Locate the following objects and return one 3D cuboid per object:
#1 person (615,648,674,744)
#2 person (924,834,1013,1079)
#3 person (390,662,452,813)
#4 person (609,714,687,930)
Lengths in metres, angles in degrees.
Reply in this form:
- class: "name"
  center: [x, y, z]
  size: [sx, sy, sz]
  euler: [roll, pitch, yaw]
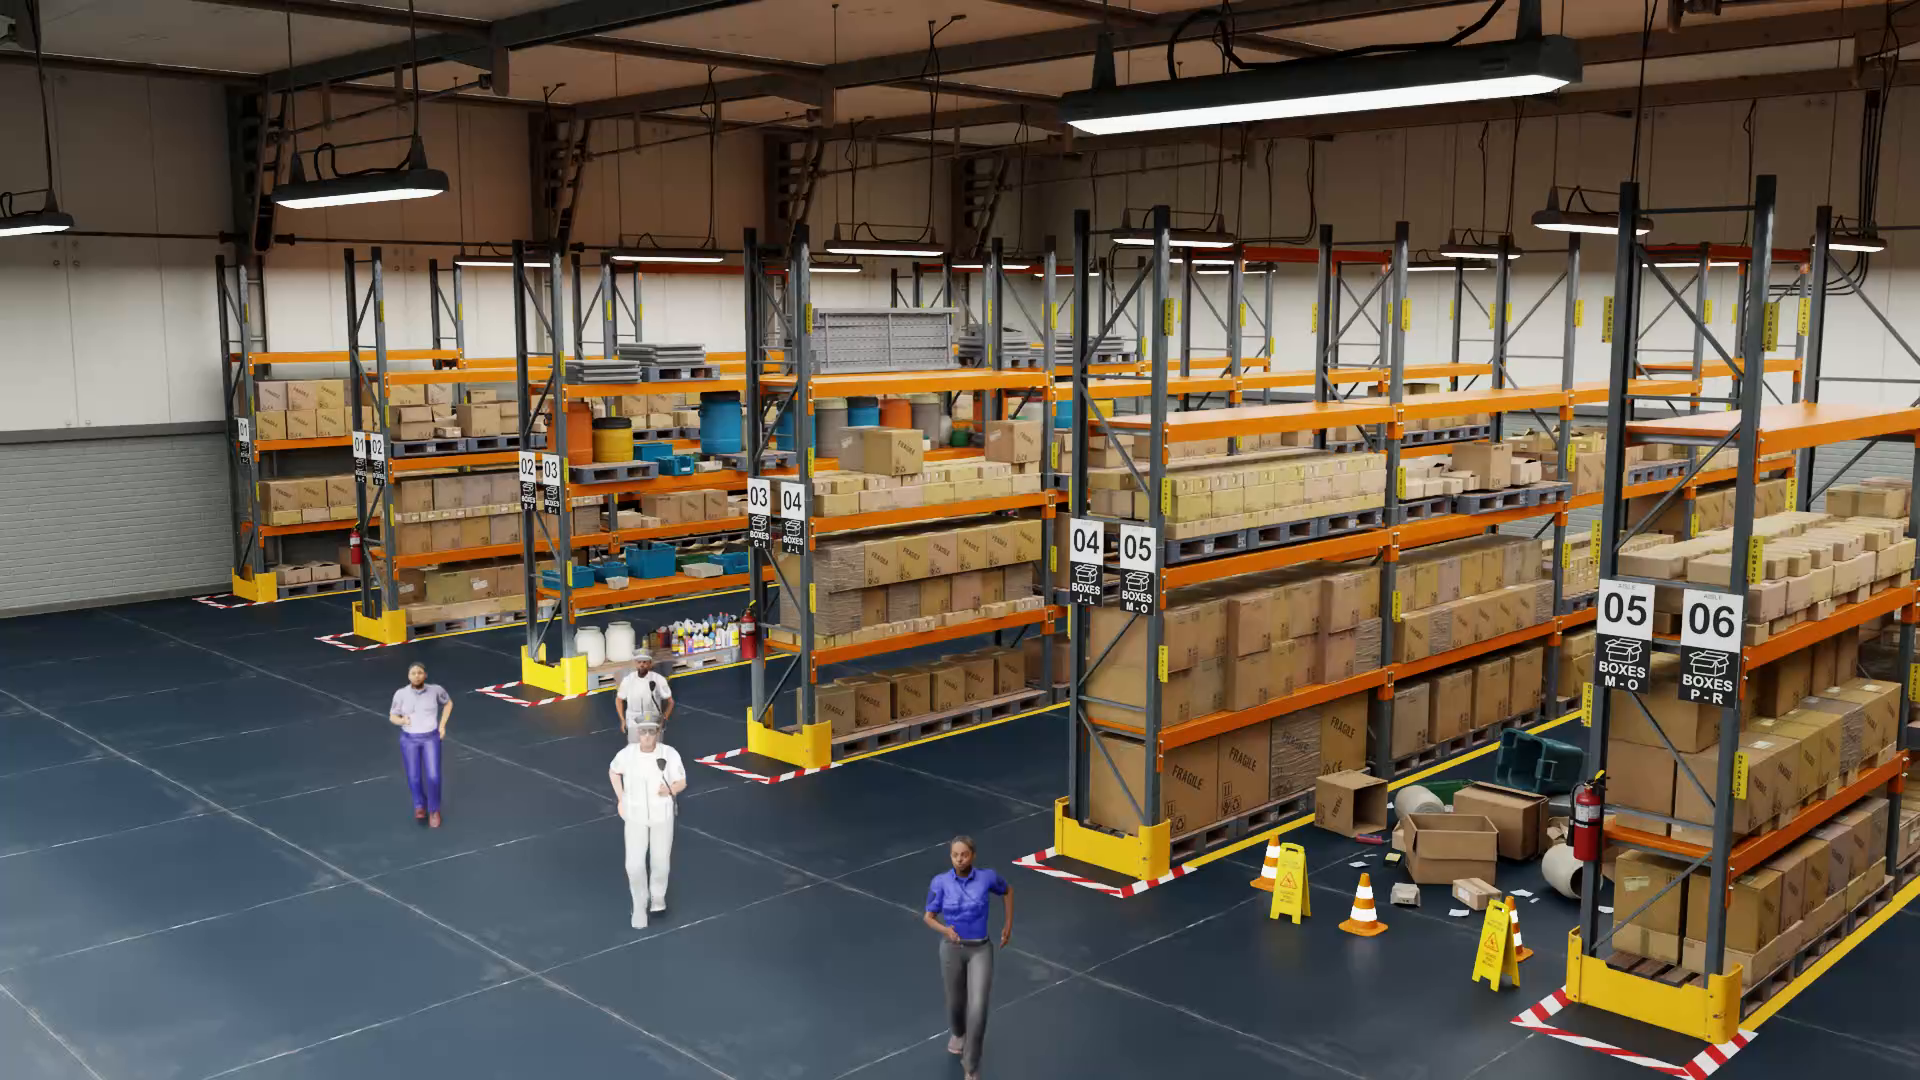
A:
- class: "person"
  center: [-3.267, 1.911, 17.233]
  size: [0.613, 1.656, 0.737]
  euler: [-1, 8, -5]
- class: "person"
  center: [0.054, 2.805, 11.159]
  size: [0.582, 1.694, 0.779]
  euler: [1, 8, 6]
- class: "person"
  center: [-5.333, 1.974, 16.467]
  size: [0.583, 1.536, 0.643]
  euler: [-2, 8, -14]
- class: "person"
  center: [-2.599, 2.350, 13.885]
  size: [0.638, 1.837, 0.700]
  euler: [-2, 8, -10]
